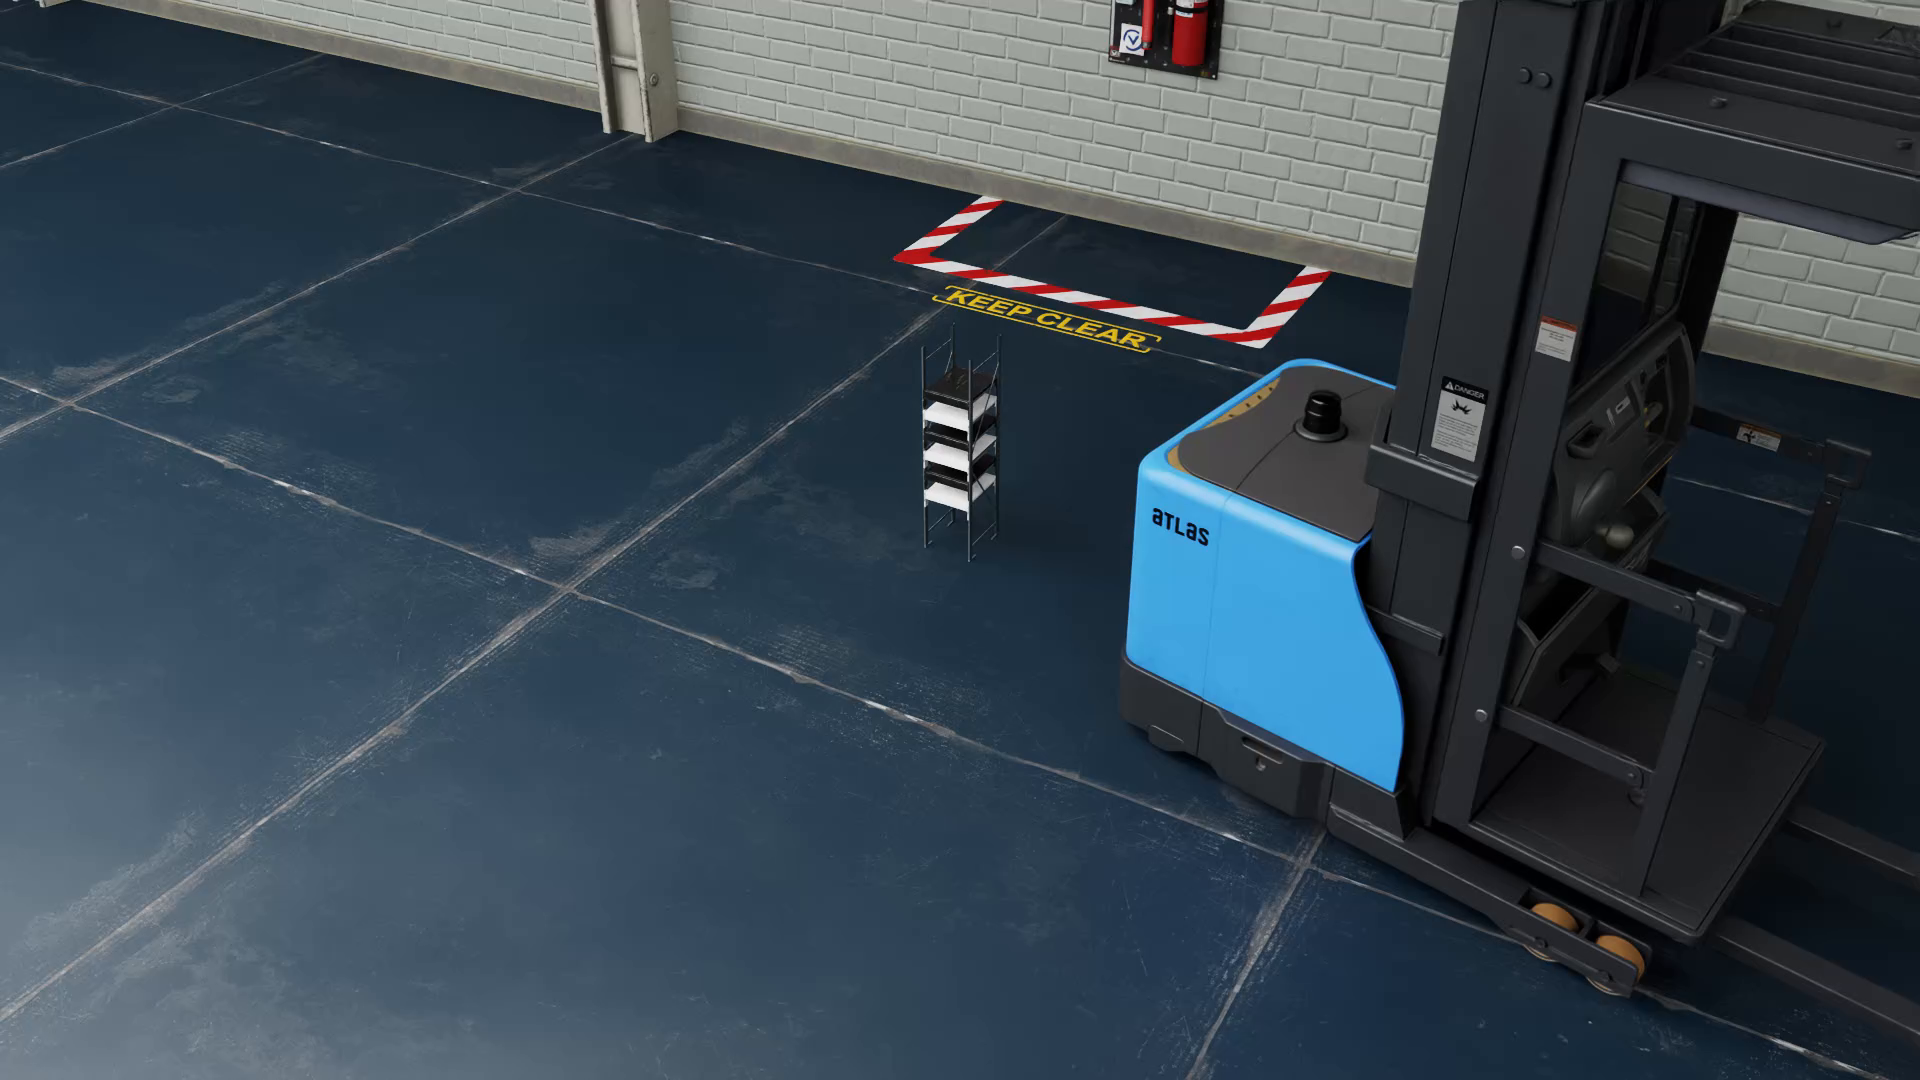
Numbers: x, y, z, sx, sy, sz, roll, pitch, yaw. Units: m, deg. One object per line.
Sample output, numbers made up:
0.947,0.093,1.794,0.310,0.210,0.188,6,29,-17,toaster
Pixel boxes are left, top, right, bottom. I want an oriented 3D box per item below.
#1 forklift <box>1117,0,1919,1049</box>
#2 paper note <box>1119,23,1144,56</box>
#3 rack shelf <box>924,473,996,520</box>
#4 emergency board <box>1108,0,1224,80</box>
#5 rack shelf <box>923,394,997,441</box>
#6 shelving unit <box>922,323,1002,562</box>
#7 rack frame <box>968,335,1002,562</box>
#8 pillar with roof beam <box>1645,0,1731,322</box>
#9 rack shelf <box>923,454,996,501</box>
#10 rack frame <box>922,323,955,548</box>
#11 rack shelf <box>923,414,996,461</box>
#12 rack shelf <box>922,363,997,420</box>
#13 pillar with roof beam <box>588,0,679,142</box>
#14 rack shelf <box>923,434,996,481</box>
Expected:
1.990,-0.245,4.474,3.031,2.935,1.130,26,41,33,forklift
0.917,-2.656,8.827,0.142,0.148,0.016,18,37,24,paper note
0.007,-0.195,6.615,0.200,0.077,0.258,18,37,24,rack shelf
1.036,-2.941,8.460,0.643,1.169,0.194,18,37,24,emergency board
0.007,-0.494,6.416,0.200,0.077,0.258,18,37,24,rack shelf
0.007,-0.372,6.497,0.210,0.900,0.258,18,37,24,shelving unit
0.095,-0.344,6.455,0.006,0.900,0.240,18,37,24,rack frame
1.027,-2.668,2.638,0.400,9.000,9.100,18,37,24,pillar with roof beam
0.007,-0.270,6.566,0.200,0.077,0.258,18,37,24,rack shelf
-0.081,-0.400,6.539,0.006,0.900,0.240,18,37,24,rack frame
0.007,-0.419,6.466,0.200,0.077,0.258,18,37,24,rack shelf
0.007,-0.569,6.366,0.200,0.077,0.258,18,37,24,rack shelf
-4.183,-4.318,5.116,0.400,9.000,9.100,18,37,24,pillar with roof beam
0.007,-0.345,6.516,0.200,0.077,0.258,18,37,24,rack shelf
